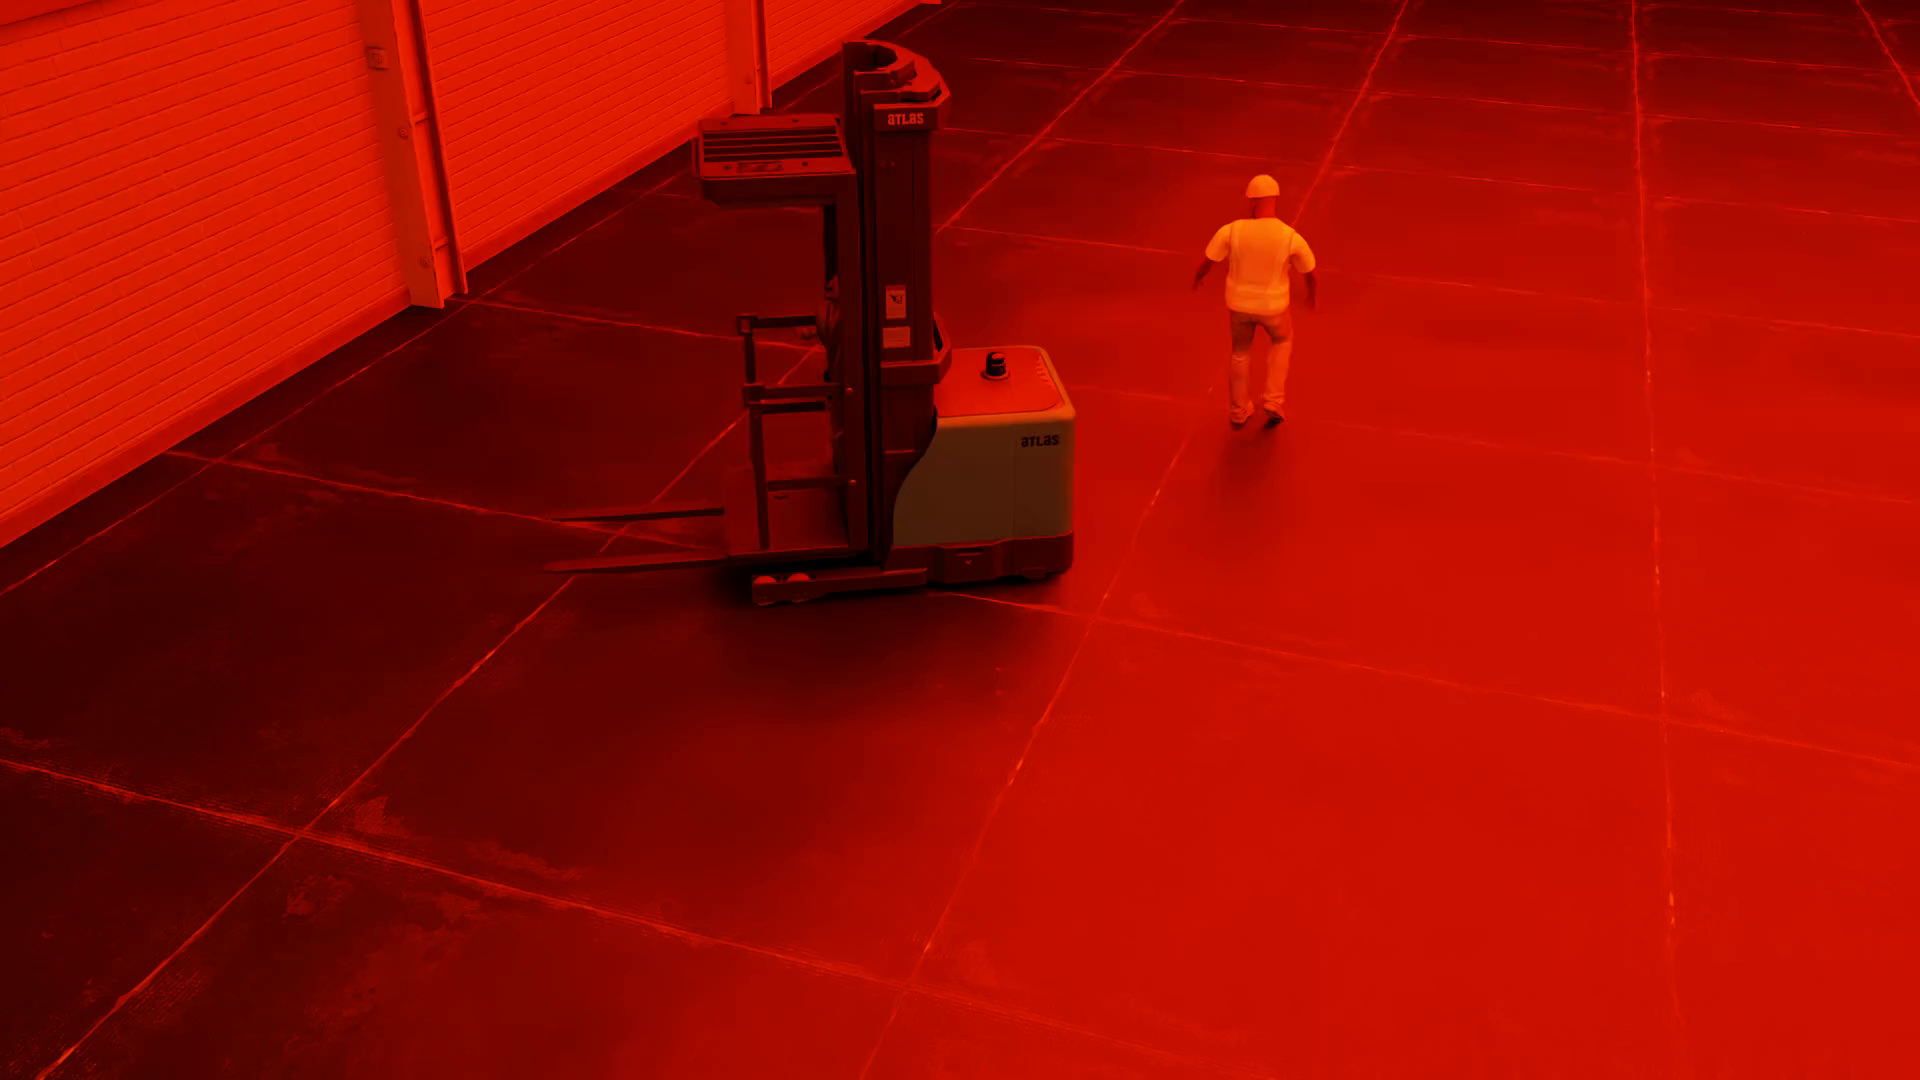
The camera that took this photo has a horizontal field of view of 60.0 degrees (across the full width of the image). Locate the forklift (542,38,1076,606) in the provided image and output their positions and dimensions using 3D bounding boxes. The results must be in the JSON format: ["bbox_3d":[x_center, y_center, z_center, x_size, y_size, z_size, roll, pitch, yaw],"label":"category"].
[{"bbox_3d":[-0.901,-1.181,9.208,3.031,2.935,1.130,-4,30,-7],"label":"forklift"}]

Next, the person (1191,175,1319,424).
[{"bbox_3d":[1.963,-1.607,11.182,0.858,1.761,0.499,11,32,19],"label":"person"}]
